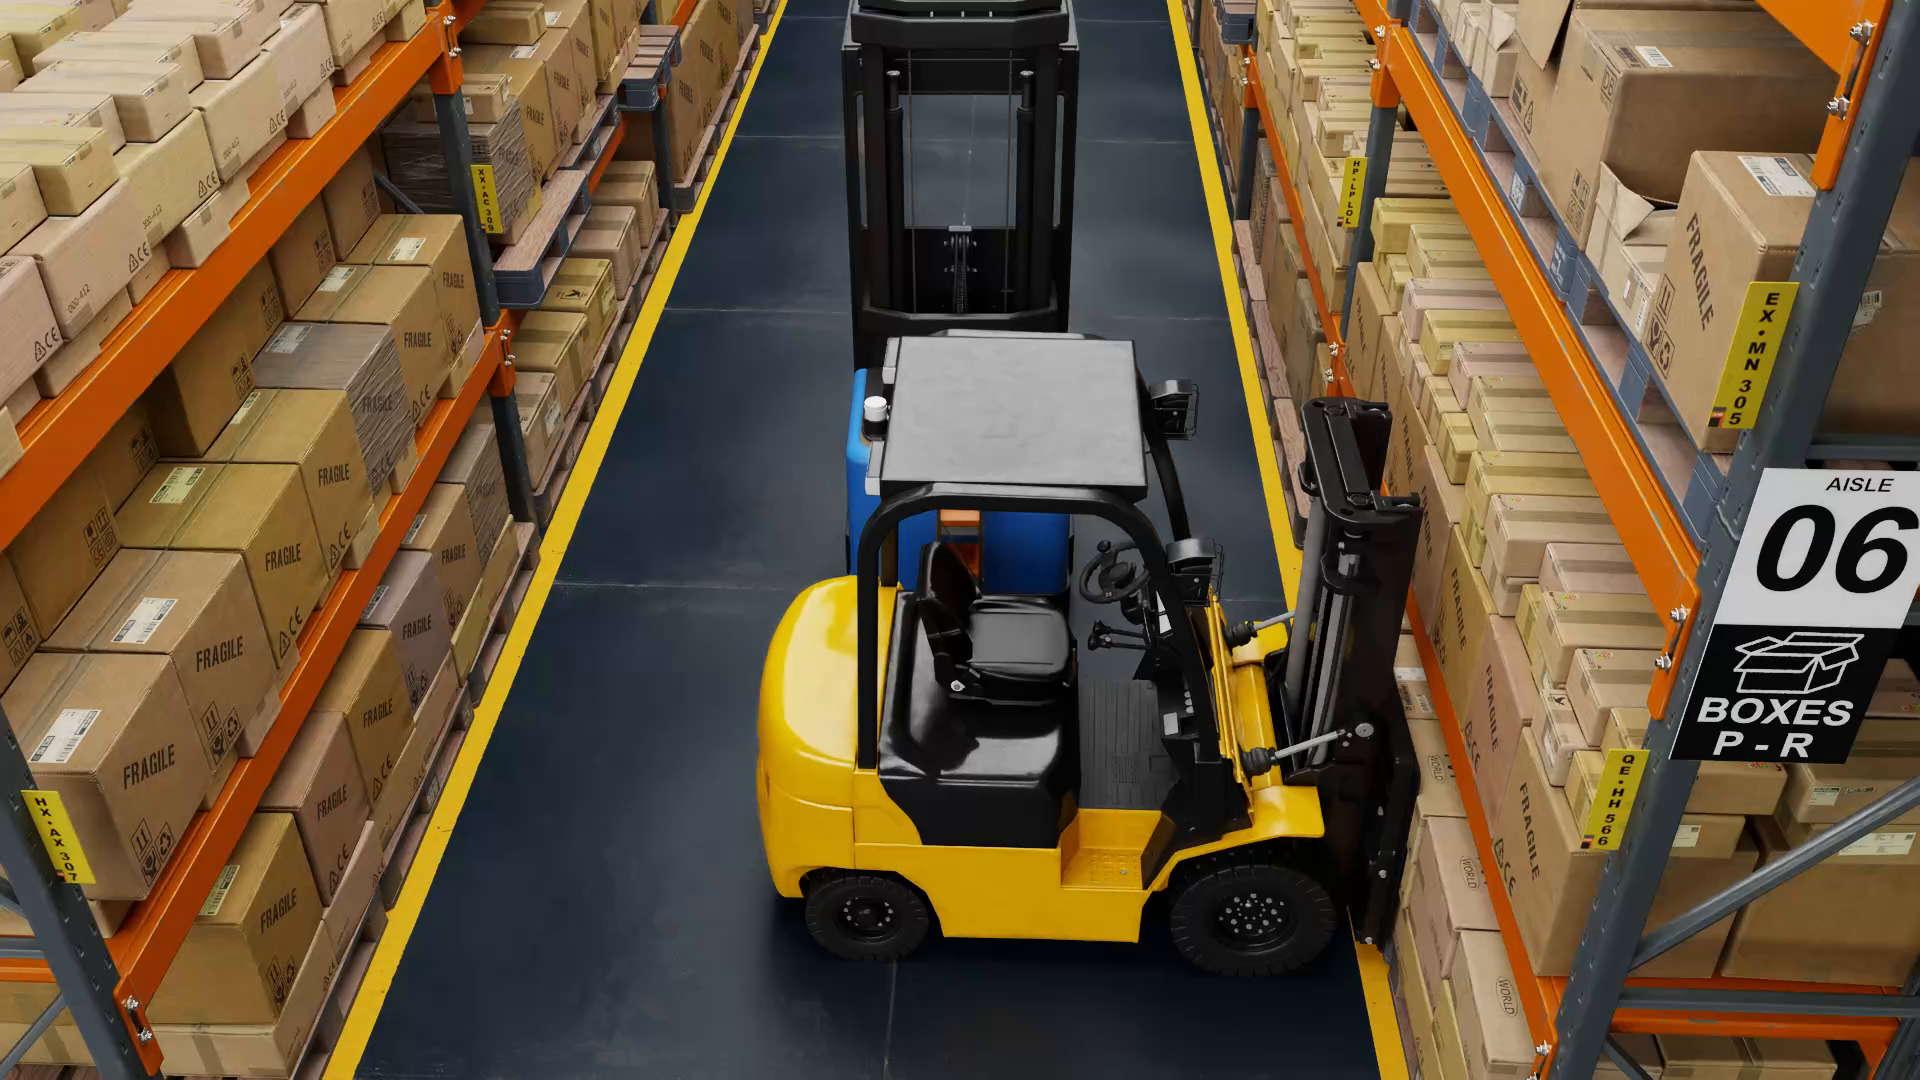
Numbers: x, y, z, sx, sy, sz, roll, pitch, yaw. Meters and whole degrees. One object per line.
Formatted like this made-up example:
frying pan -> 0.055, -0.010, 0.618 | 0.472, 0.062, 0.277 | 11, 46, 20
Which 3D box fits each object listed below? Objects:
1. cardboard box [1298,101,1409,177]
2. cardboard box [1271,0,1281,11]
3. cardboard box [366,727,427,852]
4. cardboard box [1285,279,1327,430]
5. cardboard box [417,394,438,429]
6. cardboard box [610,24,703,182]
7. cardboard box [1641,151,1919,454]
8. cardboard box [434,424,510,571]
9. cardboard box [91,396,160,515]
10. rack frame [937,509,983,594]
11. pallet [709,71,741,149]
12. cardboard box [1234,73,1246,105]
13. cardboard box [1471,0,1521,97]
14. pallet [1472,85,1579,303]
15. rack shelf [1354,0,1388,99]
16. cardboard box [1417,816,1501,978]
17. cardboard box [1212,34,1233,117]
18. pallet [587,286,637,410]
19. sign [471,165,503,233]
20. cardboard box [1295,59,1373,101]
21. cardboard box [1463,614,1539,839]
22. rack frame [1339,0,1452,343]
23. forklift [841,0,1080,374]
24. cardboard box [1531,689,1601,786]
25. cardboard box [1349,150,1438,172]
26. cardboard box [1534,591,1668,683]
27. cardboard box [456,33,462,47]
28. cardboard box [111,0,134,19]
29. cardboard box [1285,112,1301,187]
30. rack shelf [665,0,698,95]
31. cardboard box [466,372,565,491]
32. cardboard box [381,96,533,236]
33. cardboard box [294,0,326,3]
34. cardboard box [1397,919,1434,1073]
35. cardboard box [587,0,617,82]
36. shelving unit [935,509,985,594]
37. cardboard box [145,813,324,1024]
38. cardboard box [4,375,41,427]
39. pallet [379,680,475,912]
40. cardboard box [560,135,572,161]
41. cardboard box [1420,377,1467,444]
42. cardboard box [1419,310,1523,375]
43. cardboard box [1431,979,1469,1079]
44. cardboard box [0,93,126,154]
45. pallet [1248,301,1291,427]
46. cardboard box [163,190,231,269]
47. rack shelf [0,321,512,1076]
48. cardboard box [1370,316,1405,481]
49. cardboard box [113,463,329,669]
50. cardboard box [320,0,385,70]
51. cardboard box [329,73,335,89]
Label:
cardboard box -> 2.077, -2.103, 8.775 | 0.500, 0.250, 0.500 | 2, 35, 3
cardboard box -> 2.117, -3.357, 10.213 | 0.380, 0.149, 0.250 | 2, 35, 3
cardboard box -> -2.501, 0.992, 6.701 | 0.500, 0.250, 0.500 | 4, 35, 5
cardboard box -> 2.322, -1.028, 9.250 | 0.875, 0.625, 0.625 | 1, 35, 1
cardboard box -> -2.487, -0.609, 7.172 | 0.380, 0.149, 0.250 | 2, 35, 2
cardboard box -> -2.415, -3.190, 12.109 | 0.875, 0.875, 0.875 | 1, 35, 1
cardboard box -> 1.887, -0.525, 3.686 | 0.500, 0.500, 0.500 | 2, 35, 3
cardboard box -> -2.442, -0.202, 7.749 | 0.500, 0.500, 0.500 | 1, 35, 1
cardboard box -> -3.100, -0.353, 5.374 | 0.700, 0.500, 0.500 | 1, 35, 1
rack frame -> 0.000, 0.231, 7.454 | 0.200, 1.050, 0.008 | 0, 35, 0
pallet -> -2.367, -3.502, 13.496 | 1.003, 0.211, 1.213 | 1, 35, 2
cardboard box -> 2.180, -3.242, 11.945 | 0.380, 0.149, 0.250 | 0, 35, -1
cardboard box -> 1.910, -1.622, 5.450 | 0.396, 0.266, 0.258 | 1, 35, 1
pallet -> 2.213, -1.084, 5.097 | 1.003, 0.211, 1.213 | 1, 35, 2
rack shelf -> 2.353, -3.164, 8.606 | 1.077, 0.370, 4.000 | 1, 35, 2
cardboard box -> 1.834, 1.195, 5.544 | 0.500, 0.250, 0.500 | 2, 35, 3
cardboard box -> 2.287, -3.664, 13.110 | 0.500, 0.500, 0.500 | 0, 35, 0
pallet -> -2.611, -1.204, 10.225 | 1.003, 0.211, 1.213 | 1, 35, 2
sign -> -2.144, -1.541, 7.527 | 0.100, 0.325, 0.005 | 1, 35, 2
cardboard box -> 2.020, -2.479, 8.963 | 0.380, 0.149, 0.250 | 0, 35, 1
cardboard box -> 1.900, 0.588, 5.163 | 0.500, 0.500, 0.500 | 2, 35, 3
rack frame -> 2.273, -1.082, 7.627 | 1.000, 3.000, 0.127 | 1, 35, 2
forklift -> 0.006, -1.558, 8.363 | 1.121, 2.935, 3.031 | 0, 35, 0
cardboard box -> 1.827, 0.556, 4.644 | 0.380, 0.149, 0.250 | 2, 35, 3
cardboard box -> 2.057, -1.739, 7.910 | 0.380, 0.149, 0.250 | 1, 35, 1
cardboard box -> 1.878, 0.284, 4.773 | 0.380, 0.149, 0.250 | 2, 35, 3
cardboard box -> -2.852, -2.381, 8.764 | 0.500, 0.500, 0.500 | 2, 35, 4
cardboard box -> -3.023, -1.877, 5.673 | 0.380, 0.149, 0.250 | 0, 35, 0
cardboard box -> 2.110, -2.187, 9.329 | 0.500, 0.250, 0.500 | 2, 35, 3
rack shelf -> -2.446, -4.348, 12.899 | 1.077, 0.370, 4.000 | 1, 35, 2
cardboard box -> -2.668, -0.593, 8.851 | 0.950, 0.372, 0.625 | 2, 35, 2
cardboard box -> -2.381, -1.792, 7.926 | 0.500, 0.500, 0.500 | 2, 35, 3
cardboard box -> -2.394, -2.008, 5.860 | 0.380, 0.149, 0.250 | 2, 35, 3
cardboard box -> 1.845, 1.606, 5.828 | 0.500, 0.250, 0.500 | 1, 35, 2
cardboard box -> -2.296, -2.973, 9.606 | 0.500, 0.500, 0.500 | -1, 35, -1
shelving unit -> 0.000, 0.161, 7.554 | 0.215, 1.050, 0.252 | 0, 35, 0
cardboard box -> -2.538, 1.279, 5.641 | 0.500, 0.500, 0.500 | 0, 35, 0
cardboard box -> -2.589, -0.357, 4.205 | 0.380, 0.149, 0.250 | 0, 35, 0
pallet -> -2.725, 1.035, 7.039 | 1.003, 0.211, 1.213 | 1, 35, 2
cardboard box -> -2.331, -2.171, 9.029 | 0.380, 0.149, 0.250 | 2, 35, 2
cardboard box -> 1.917, -0.477, 6.114 | 0.380, 0.149, 0.250 | 0, 35, 0
cardboard box -> 1.946, -0.740, 6.230 | 0.380, 0.149, 0.250 | 1, 35, 1
cardboard box -> 1.819, 1.678, 5.291 | 0.500, 0.250, 0.500 | 1, 35, 1
cardboard box -> -2.565, -1.121, 4.599 | 0.380, 0.149, 0.250 | 1, 35, 2
pallet -> 2.310, -1.068, 10.032 | 1.003, 0.211, 1.213 | 1, 35, 2
cardboard box -> -2.462, -0.947, 5.044 | 0.380, 0.149, 0.250 | 2, 35, 2
rack shelf -> -2.767, 0.249, 6.359 | 1.077, 0.370, 4.000 | 1, 35, 2
cardboard box -> 1.990, -0.575, 6.818 | 0.500, 0.500, 0.500 | 2, 35, 3
cardboard box -> -2.515, 0.085, 5.621 | 0.500, 0.500, 0.500 | 1, 35, 1
cardboard box -> -2.455, -1.932, 6.099 | 0.500, 0.250, 0.500 | 1, 35, 1
cardboard box -> -2.536, -1.696, 6.110 | 0.380, 0.149, 0.250 | 0, 35, 0
